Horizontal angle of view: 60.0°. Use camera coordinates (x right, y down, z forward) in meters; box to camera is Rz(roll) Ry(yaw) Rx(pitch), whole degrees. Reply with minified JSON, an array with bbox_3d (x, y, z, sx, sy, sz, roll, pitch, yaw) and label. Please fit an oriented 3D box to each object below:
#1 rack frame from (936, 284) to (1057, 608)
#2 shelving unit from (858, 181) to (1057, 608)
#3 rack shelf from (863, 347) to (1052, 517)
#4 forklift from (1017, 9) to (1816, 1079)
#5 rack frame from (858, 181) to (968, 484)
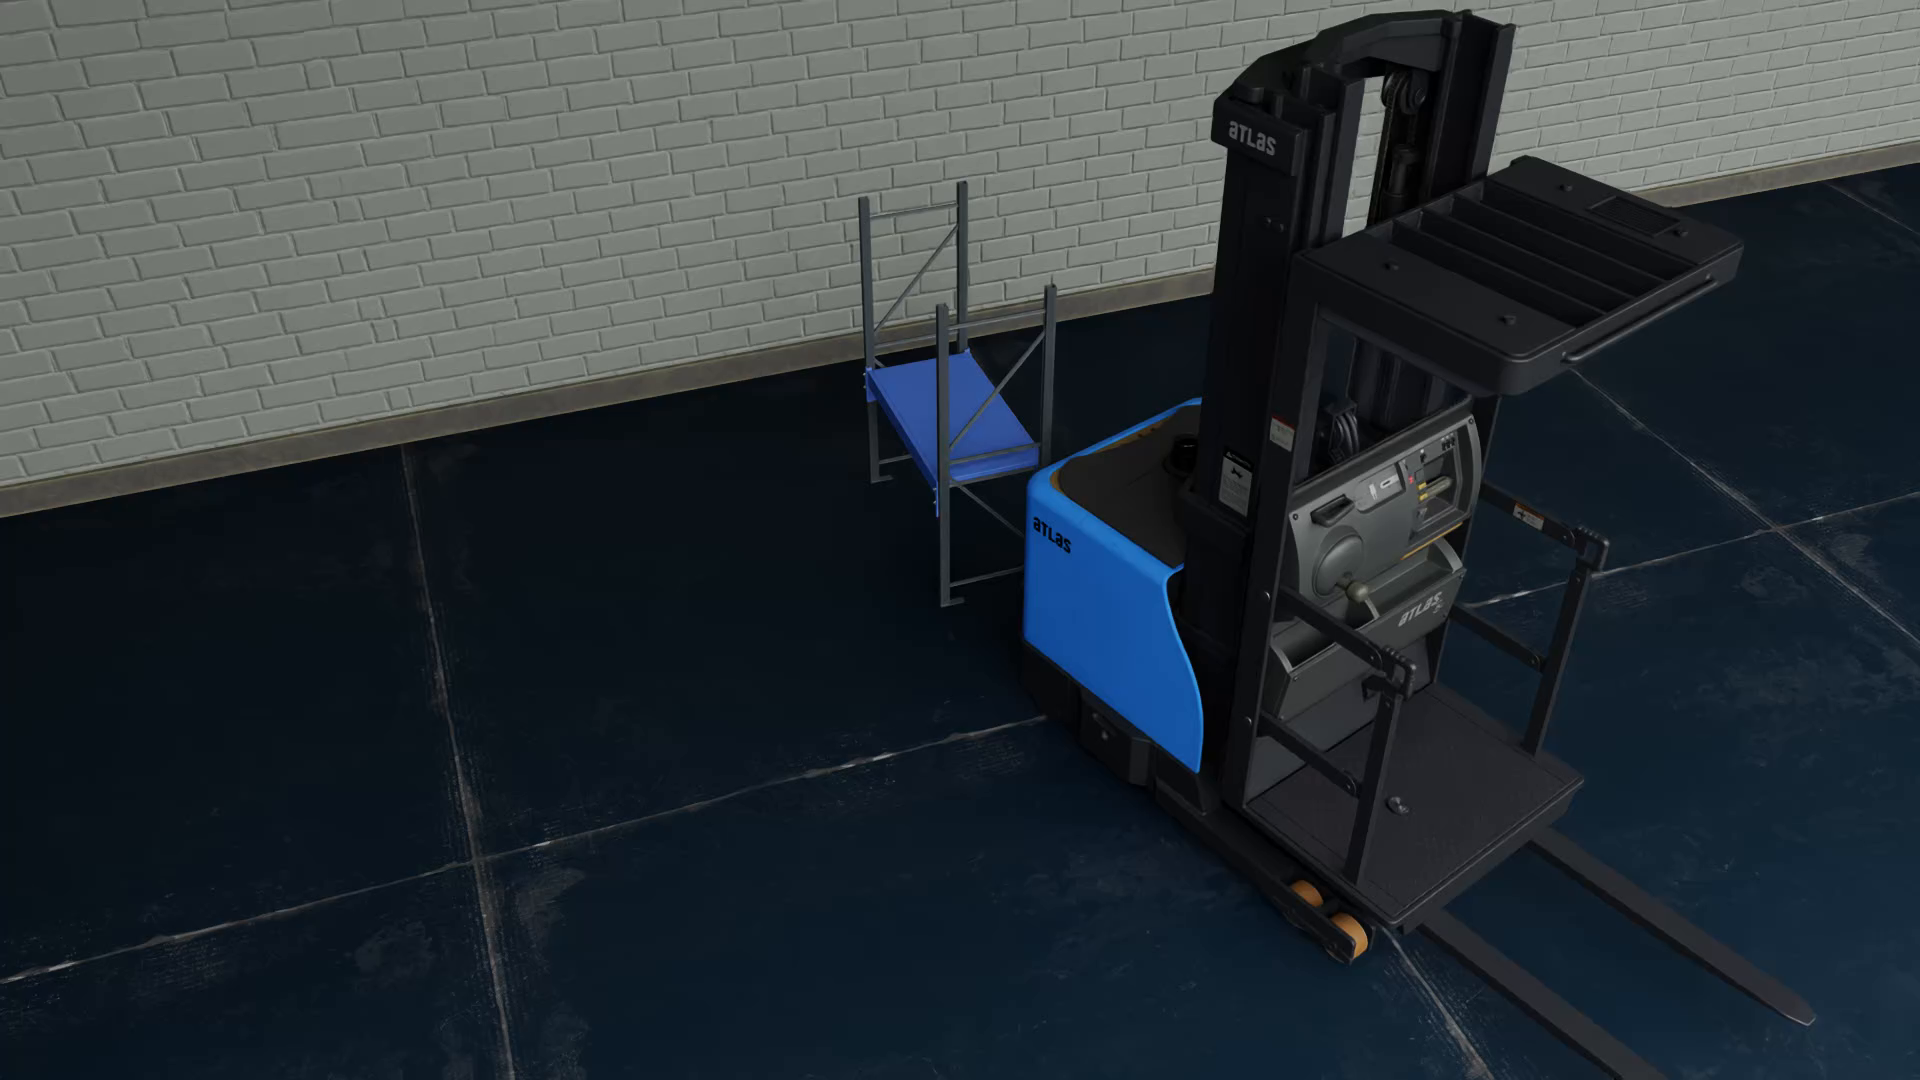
[{"bbox_3d":[0.146,-0.360,6.981,0.500,1.500,0.032,-12,39,-16],"label":"rack frame"},{"bbox_3d":[-0.029,-0.647,7.363,0.538,1.500,1.048,-12,39,-16],"label":"shelving unit"},{"bbox_3d":[-0.029,-0.504,7.471,0.538,0.185,1.000,-12,39,-16],"label":"rack shelf"},{"bbox_3d":[1.549,-0.045,5.374,1.130,2.935,3.031,-26,44,-30],"label":"forklift"},{"bbox_3d":[-0.204,-0.934,7.744,0.500,1.500,0.032,-12,39,-16],"label":"rack frame"}]
